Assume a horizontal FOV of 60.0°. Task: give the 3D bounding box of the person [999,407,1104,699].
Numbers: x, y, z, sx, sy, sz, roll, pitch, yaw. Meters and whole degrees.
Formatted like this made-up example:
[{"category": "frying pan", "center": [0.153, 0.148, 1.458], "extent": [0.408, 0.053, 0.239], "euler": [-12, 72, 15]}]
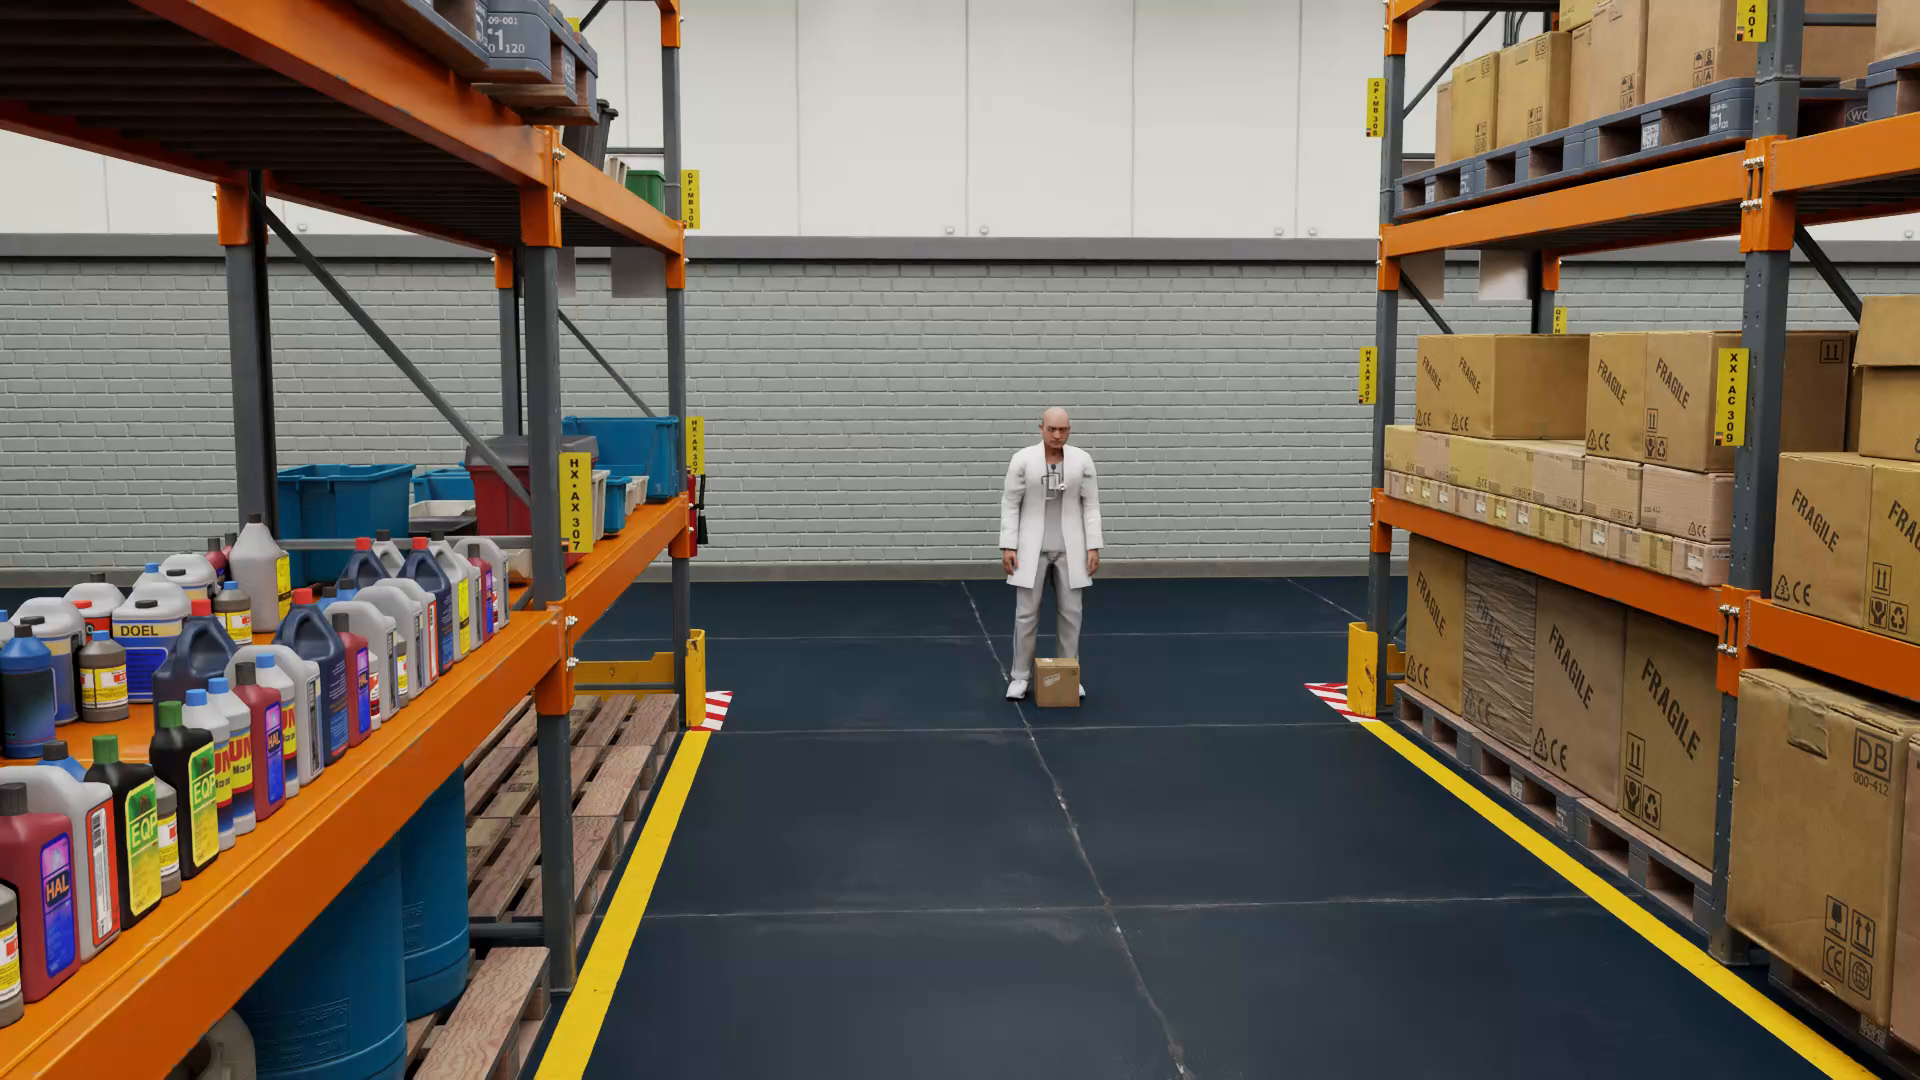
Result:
[{"category": "person", "center": [0.557, 0.073, 10.180], "extent": [0.643, 1.775, 0.422], "euler": [0, 7, -3]}]
